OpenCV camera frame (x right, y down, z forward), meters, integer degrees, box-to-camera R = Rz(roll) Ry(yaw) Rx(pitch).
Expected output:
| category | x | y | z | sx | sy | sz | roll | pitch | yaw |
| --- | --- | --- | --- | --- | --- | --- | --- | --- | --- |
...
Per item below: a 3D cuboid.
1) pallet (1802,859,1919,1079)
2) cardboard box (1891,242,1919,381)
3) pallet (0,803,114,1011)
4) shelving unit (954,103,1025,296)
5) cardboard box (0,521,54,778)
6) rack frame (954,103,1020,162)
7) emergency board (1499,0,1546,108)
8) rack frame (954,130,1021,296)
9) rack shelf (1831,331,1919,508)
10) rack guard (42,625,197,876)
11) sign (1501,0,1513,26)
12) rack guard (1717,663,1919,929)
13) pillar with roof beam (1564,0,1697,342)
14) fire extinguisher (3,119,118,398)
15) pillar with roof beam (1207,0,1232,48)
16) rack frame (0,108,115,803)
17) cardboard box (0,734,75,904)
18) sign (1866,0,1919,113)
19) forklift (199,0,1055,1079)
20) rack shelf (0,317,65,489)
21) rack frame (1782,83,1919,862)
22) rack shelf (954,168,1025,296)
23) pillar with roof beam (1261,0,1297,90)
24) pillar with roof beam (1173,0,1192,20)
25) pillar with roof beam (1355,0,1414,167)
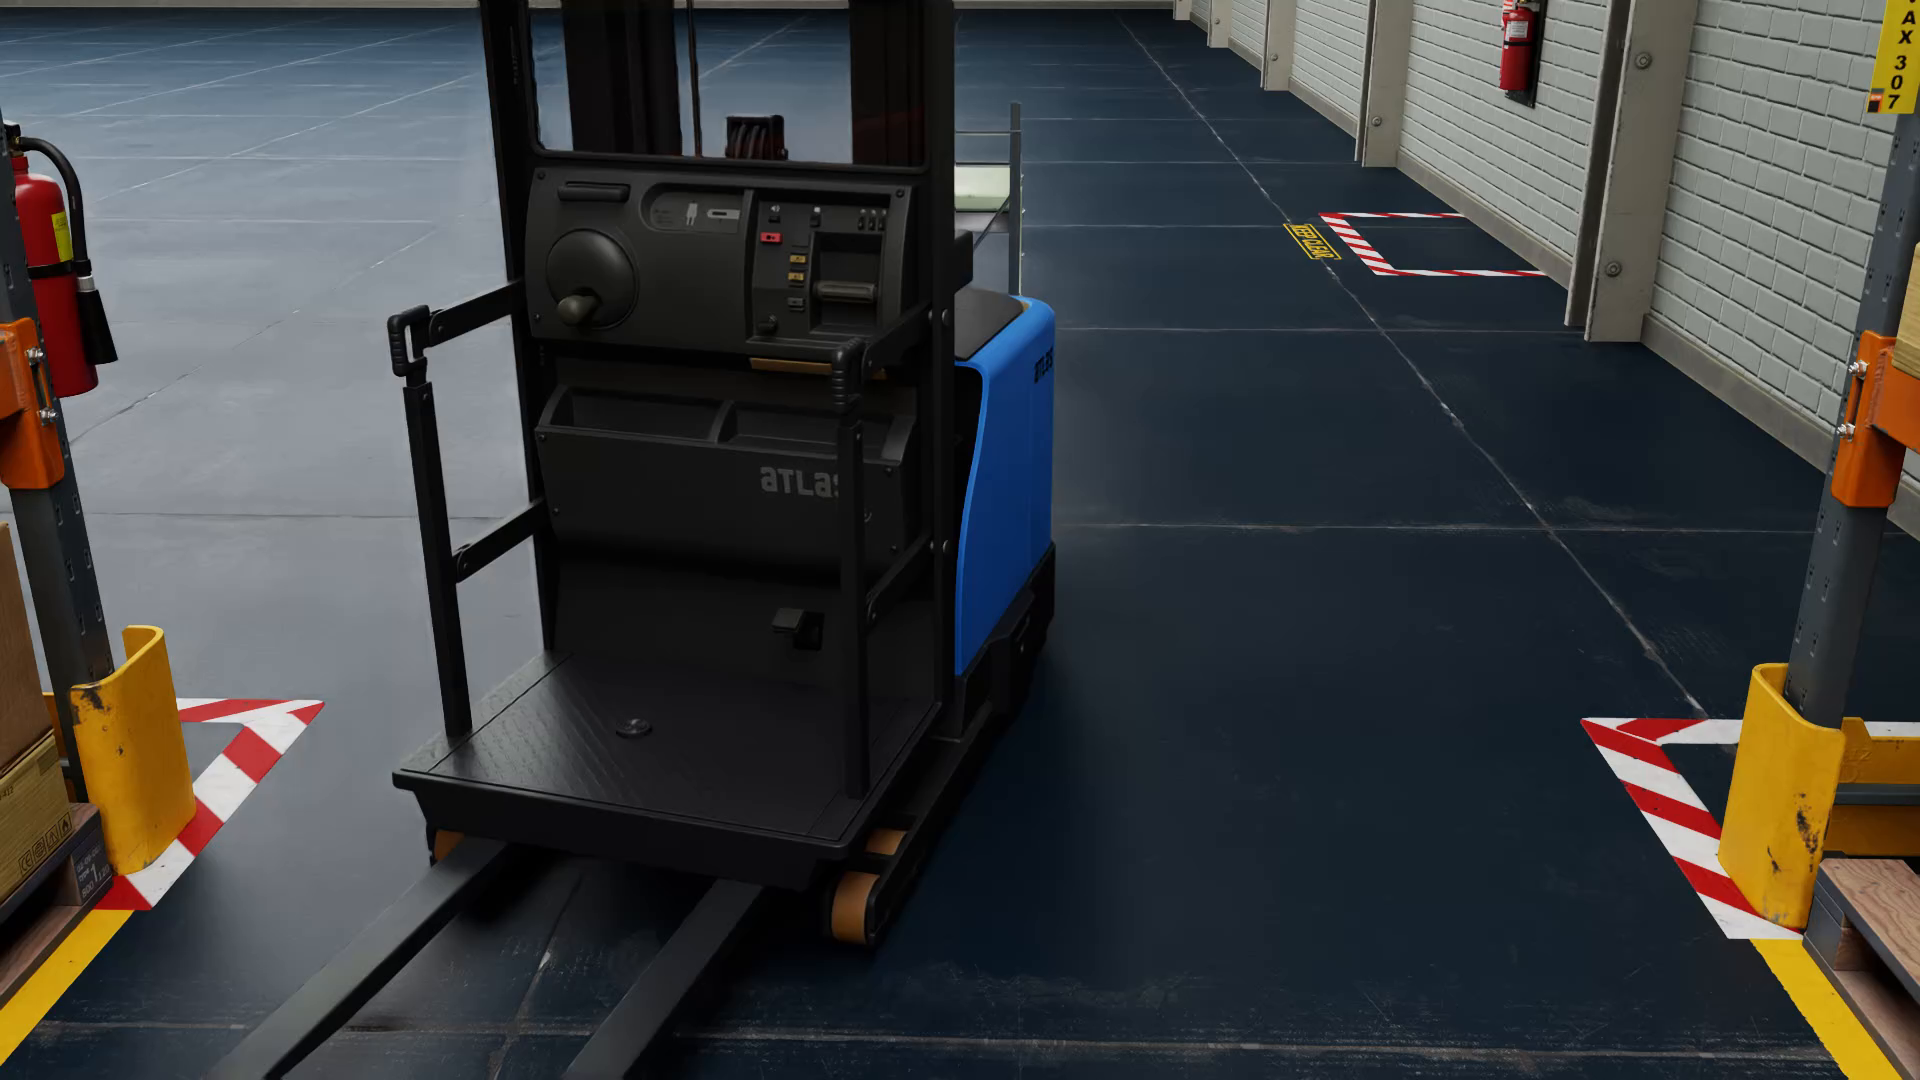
| category | x | y | z | sx | sy | sz | roll | pitch | yaw |
| --- | --- | --- | --- | --- | --- | --- | --- | --- | --- |
| pallet | 2.358 | 1.018 | 3.113 | 1.003 | 0.211 | 1.213 | 1 | 21 | 2 |
| cardboard box | 2.088 | -0.369 | 3.014 | 0.500 | 0.250 | 0.500 | 0 | 21 | 0 |
| pallet | -2.512 | 0.921 | 3.363 | 1.003 | 0.211 | 1.213 | 1 | 21 | 2 |
| shelving unit | 0.000 | -0.702 | 5.764 | 0.431 | 1.500 | 0.755 | 1 | 21 | 2 |
| cardboard box | -2.250 | 0.278 | 3.350 | 0.500 | 0.500 | 0.500 | 1 | 21 | 2 |
| rack frame | 0.011 | -0.834 | 6.105 | 0.400 | 1.500 | 0.023 | 1 | 21 | 2 |
| emergency board | 3.560 | -3.403 | 10.652 | 0.194 | 1.169 | 0.643 | 1 | 21 | 2 |
| rack frame | -0.011 | -0.569 | 5.423 | 0.400 | 1.500 | 0.023 | 1 | 21 | 2 |
| rack shelf | 2.360 | 0.456 | 1.702 | 1.077 | 0.370 | 4.000 | 1 | 21 | 2 |
| rack guard | -2.530 | 0.501 | 4.047 | 1.175 | 0.500 | 0.348 | 1 | 21 | 2 |
| sign | 3.679 | -3.618 | 11.158 | 0.001 | 0.329 | 0.234 | 1 | 21 | 2 |
| rack guard | 2.418 | 0.590 | 3.817 | 1.175 | 0.500 | 0.348 | 1 | 21 | 2 |
| pillar with roof beam | -0.857 | -5.354 | 7.387 | 9.100 | 9.000 | 0.400 | 1 | 21 | 2 |
| fire extinguisher | -2.063 | -0.658 | 3.684 | 0.296 | 0.674 | 0.183 | 1 | 21 | 2 |
| pillar with roof beam | -0.309 | -11.862 | 24.160 | 9.100 | 9.000 | 0.400 | 1 | 21 | 2 |
| rack frame | -2.531 | -0.656 | 3.573 | 1.000 | 3.000 | 0.127 | 1 | 21 | 2 |
| cardboard box | -2.252 | 0.627 | 3.486 | 0.500 | 0.250 | 0.500 | 1 | 21 | 2 |
| sign | 1.878 | -1.012 | 3.294 | 0.100 | 0.325 | 0.005 | 1 | 21 | 2 |
| forklift | -0.618 | -0.623 | 3.582 | 1.130 | 2.935 | 3.031 | 6 | 22 | 16 |
| rack shelf | -2.592 | 0.403 | 1.839 | 1.077 | 0.370 | 4.000 | 1 | 21 | 2 |
| rack frame | 2.420 | -0.603 | 3.436 | 1.000 | 3.000 | 0.127 | 1 | 21 | 2 |
| rack shelf | 0.000 | -1.065 | 5.623 | 0.431 | 0.370 | 0.720 | 1 | 21 | 2 |
| pillar with roof beam | -0.492 | -9.693 | 18.569 | 9.100 | 9.000 | 0.400 | 1 | 21 | 2 |
| pillar with roof beam | -0.127 | -14.031 | 29.751 | 9.100 | 9.000 | 0.400 | 1 | 21 | 2 |
| pillar with roof beam | -0.674 | -7.523 | 12.978 | 9.100 | 9.000 | 0.400 | 1 | 21 | 2 |
